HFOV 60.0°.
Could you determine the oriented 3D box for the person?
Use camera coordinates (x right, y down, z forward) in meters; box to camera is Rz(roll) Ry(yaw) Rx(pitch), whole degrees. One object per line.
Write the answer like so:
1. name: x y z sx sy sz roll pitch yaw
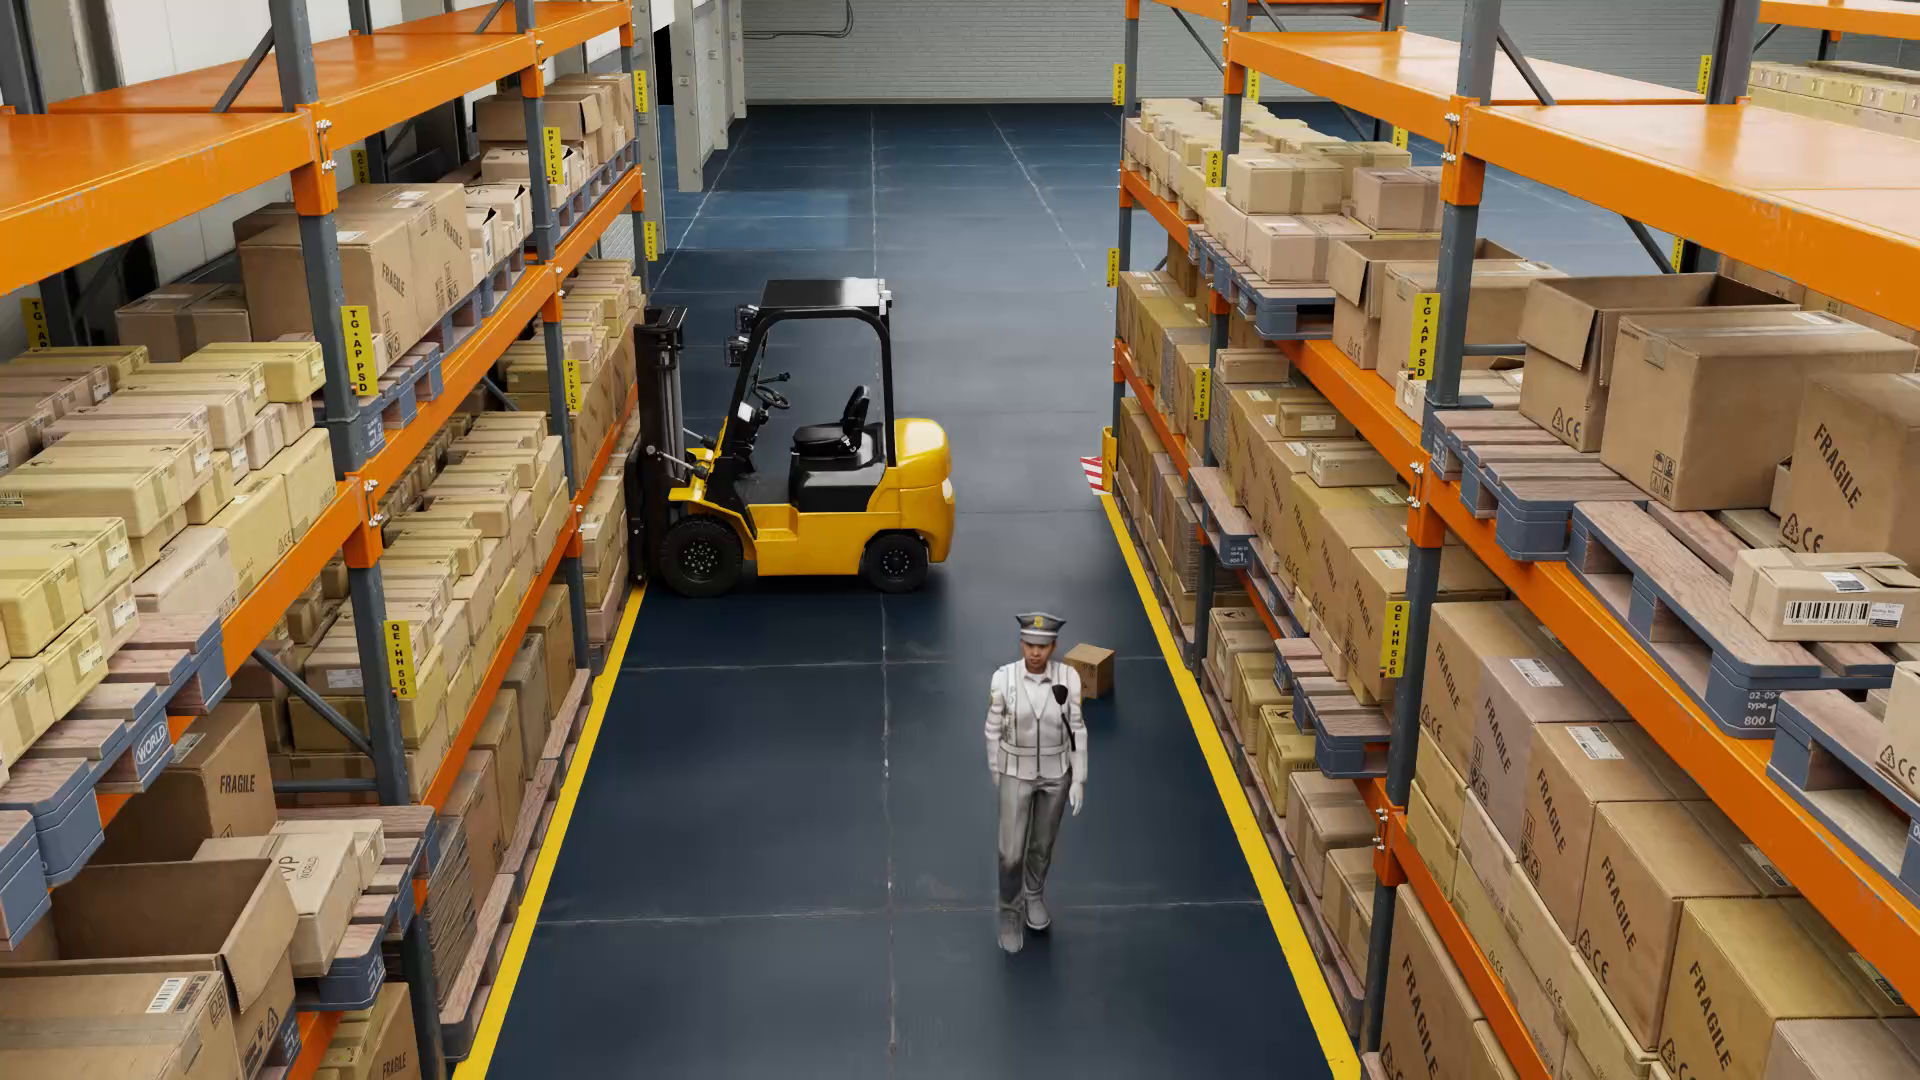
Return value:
1. person: 0.370 1.158 7.955 0.482 1.739 0.463 -2 21 -5
